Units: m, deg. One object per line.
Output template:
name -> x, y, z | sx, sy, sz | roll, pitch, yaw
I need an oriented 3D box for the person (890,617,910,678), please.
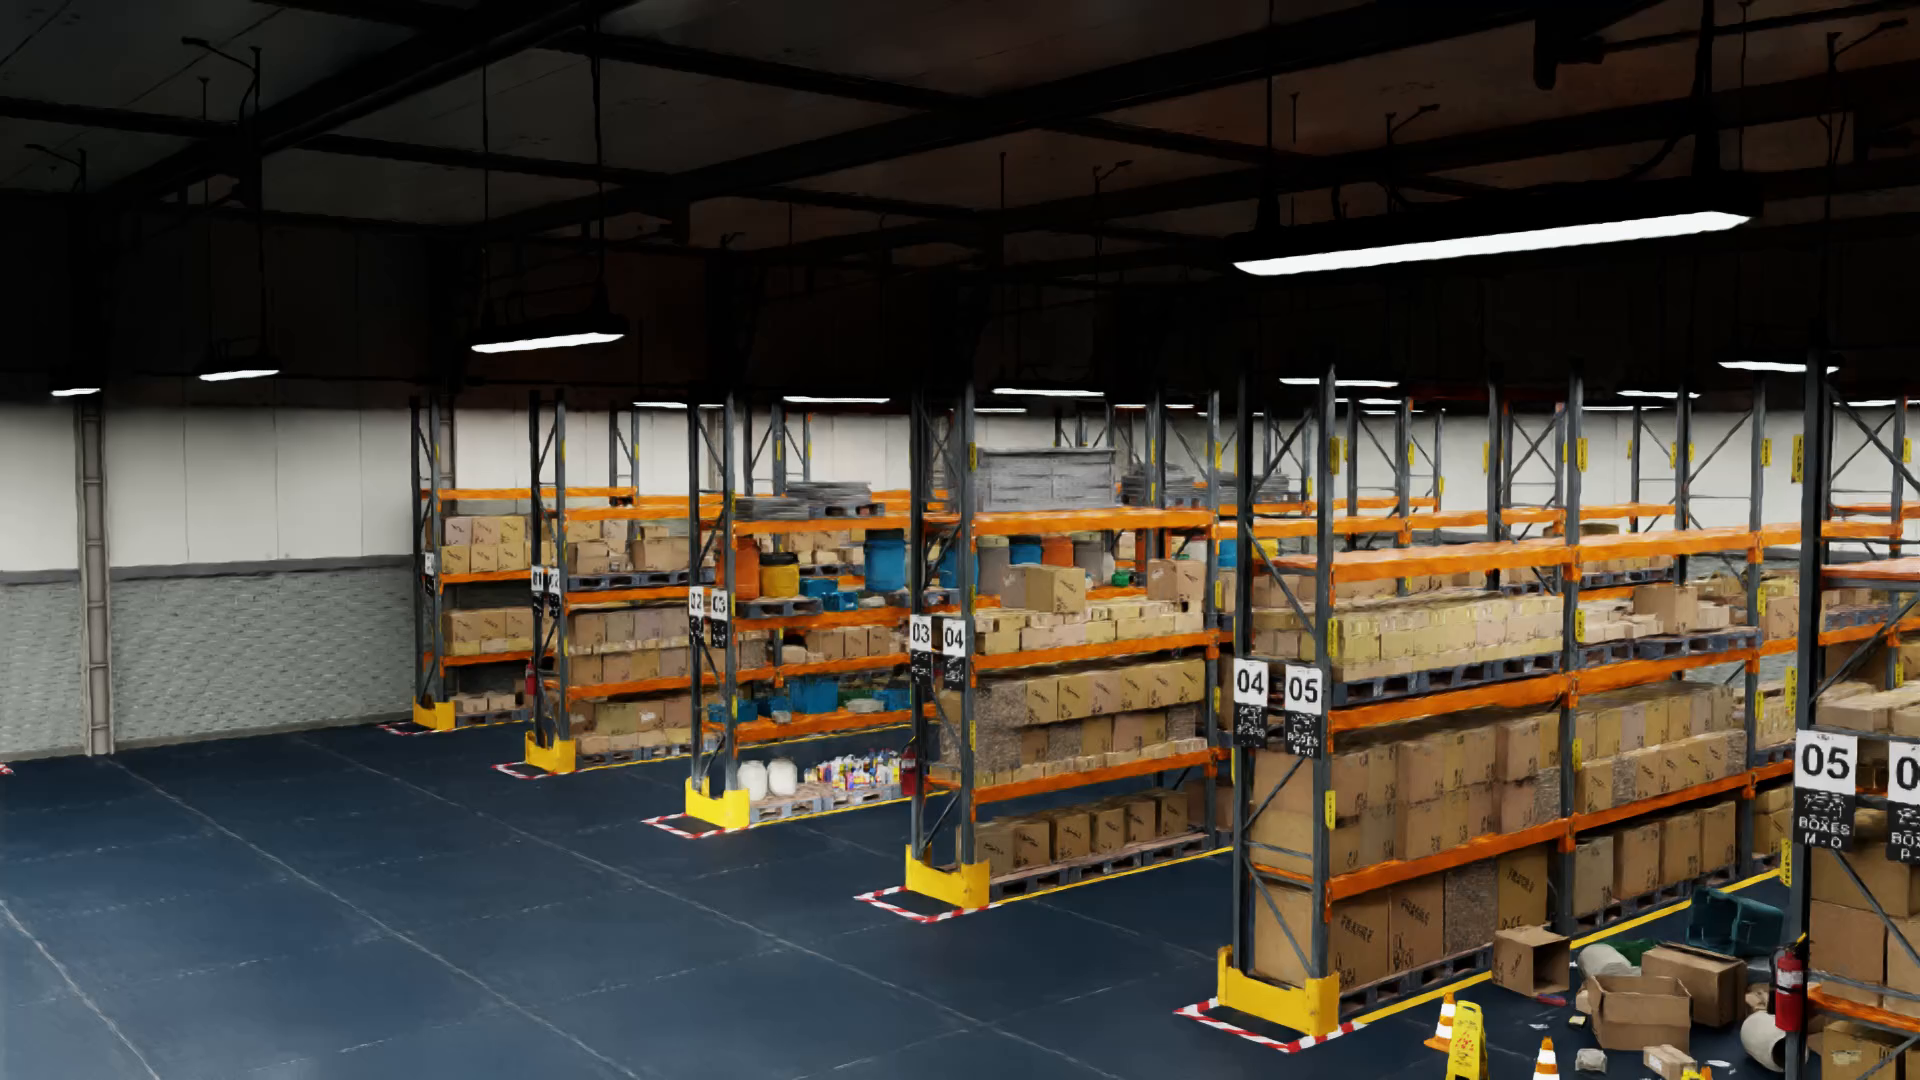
person -> -1.115, 2.338, 33.125 | 1.103, 1.715, 0.573 | -2, 4, -31
